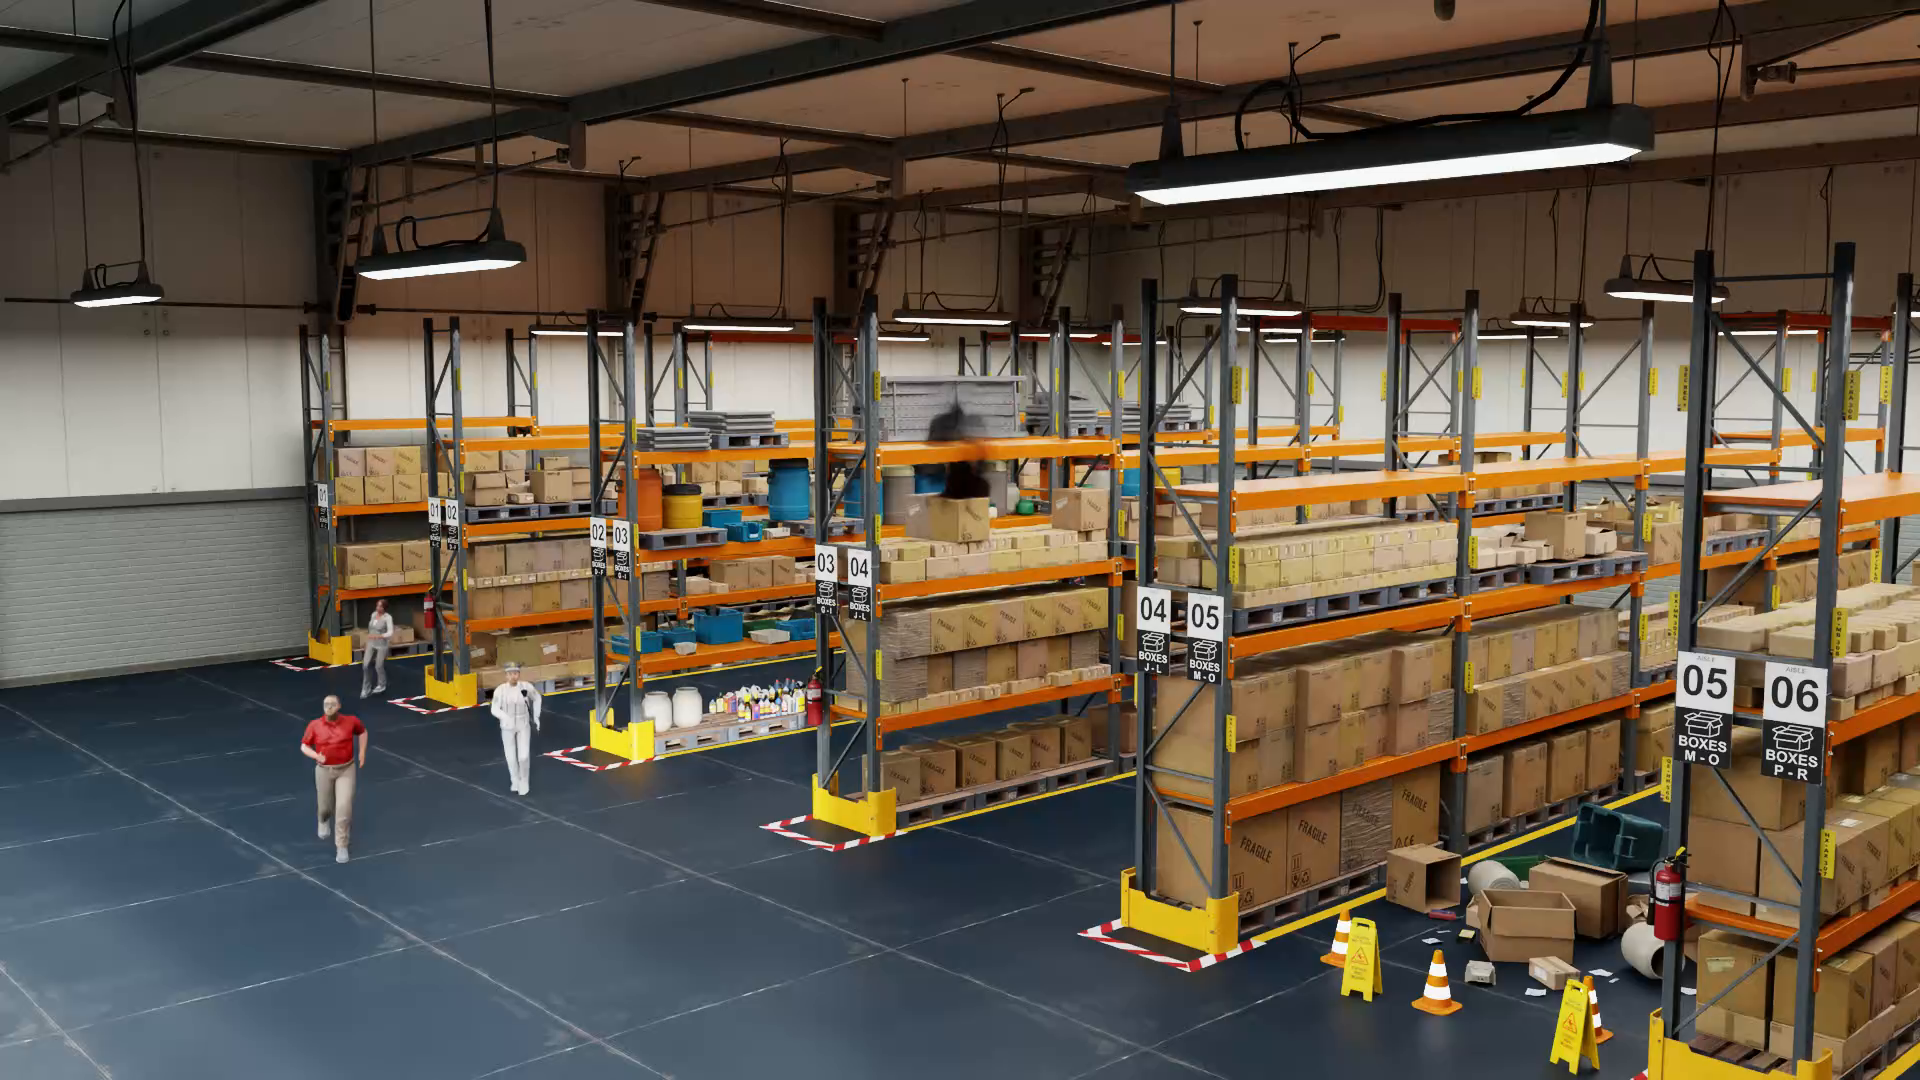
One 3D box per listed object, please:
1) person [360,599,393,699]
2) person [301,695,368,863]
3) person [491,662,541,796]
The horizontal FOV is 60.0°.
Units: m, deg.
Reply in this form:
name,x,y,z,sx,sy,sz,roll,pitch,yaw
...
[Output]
name,x,y,z,sx,sy,sz,roll,pitch,yaw
person,-9.226,1.724,26.428,0.552,1.611,0.640,1,6,9
person,-6.718,2.511,17.900,0.672,1.742,0.969,-2,6,-19
person,-5.388,2.292,20.204,0.578,1.665,0.739,-1,6,-12
